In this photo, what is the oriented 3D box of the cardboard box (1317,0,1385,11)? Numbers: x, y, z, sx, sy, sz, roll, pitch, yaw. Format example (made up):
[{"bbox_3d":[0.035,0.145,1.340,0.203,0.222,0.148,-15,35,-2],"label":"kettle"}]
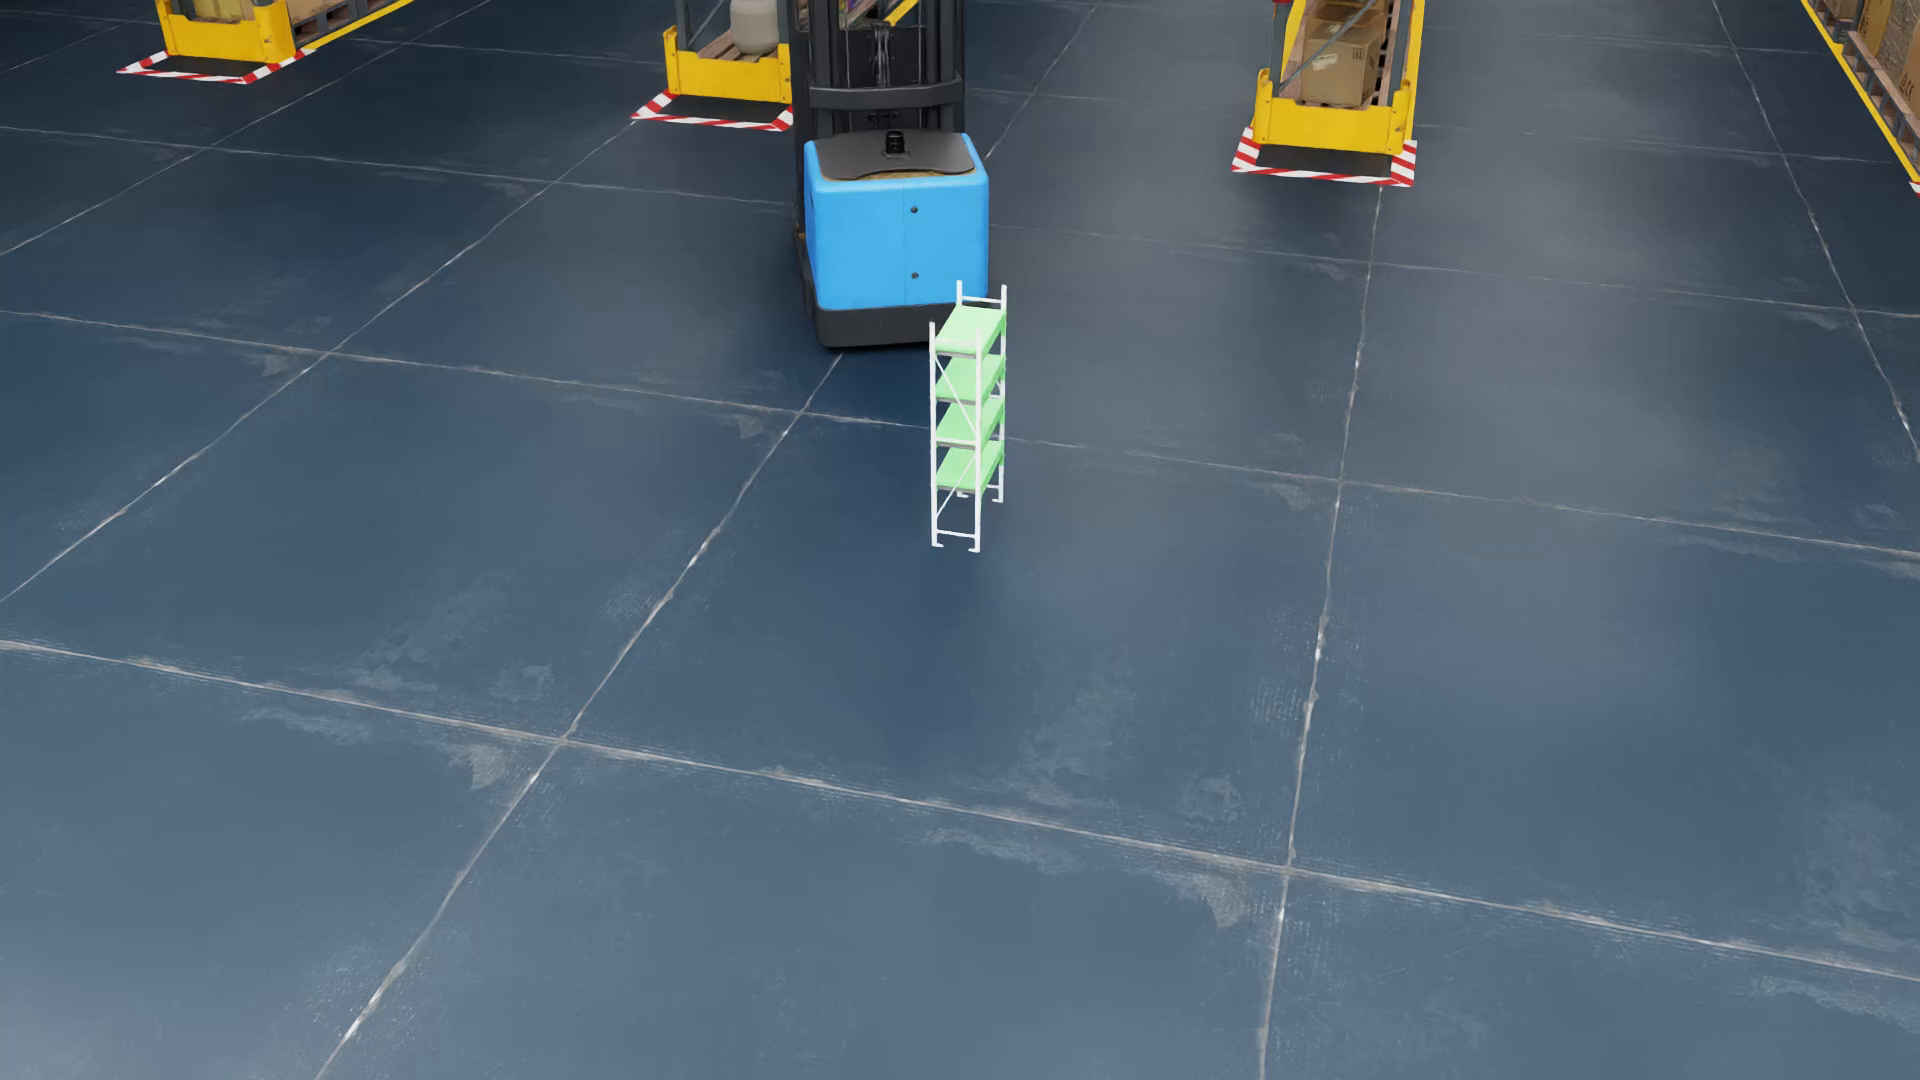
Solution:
[{"bbox_3d":[3.374,-4.474,14.431,0.500,0.500,0.500,11,34,17],"label":"cardboard box"}]

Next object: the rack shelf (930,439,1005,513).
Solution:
[{"bbox_3d":[0.042,-0.336,8.226,0.258,0.148,0.480,8,33,12],"label":"rack shelf"}]

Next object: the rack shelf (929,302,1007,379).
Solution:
[{"bbox_3d":[0.042,-0.943,7.840,0.258,0.148,0.480,8,33,12],"label":"rack shelf"}]

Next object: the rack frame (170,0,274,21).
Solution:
[{"bbox_3d":[-6.678,-5.744,14.489,1.000,3.000,0.127,8,33,12],"label":"rack frame"}]

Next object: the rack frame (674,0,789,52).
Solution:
[{"bbox_3d":[-1.888,-5.067,13.425,1.000,3.000,0.127,8,33,12],"label":"rack frame"}]

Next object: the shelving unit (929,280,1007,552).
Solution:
[{"bbox_3d":[0.042,-0.592,8.063,0.258,1.200,0.503,8,33,12],"label":"shelving unit"}]

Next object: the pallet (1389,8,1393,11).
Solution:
[{"bbox_3d":[4.114,-5.696,17.013,1.003,0.211,1.213,8,33,12],"label":"pallet"}]

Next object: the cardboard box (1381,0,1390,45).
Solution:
[{"bbox_3d":[3.558,-4.758,14.877,0.500,0.500,0.500,5,33,8],"label":"cardboard box"}]

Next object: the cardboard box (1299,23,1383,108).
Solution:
[{"bbox_3d":[3.078,-3.837,13.428,0.500,0.500,0.500,14,35,21],"label":"cardboard box"}]

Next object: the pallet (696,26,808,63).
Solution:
[{"bbox_3d":[-1.703,-4.357,14.907,1.003,0.211,1.213,8,33,12],"label":"pallet"}]

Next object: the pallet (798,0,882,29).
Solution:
[{"bbox_3d":[-1.391,-4.988,15.900,1.003,0.211,1.213,8,33,12],"label":"pallet"}]

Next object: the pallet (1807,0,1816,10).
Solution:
[{"bbox_3d":[9.121,-5.610,16.878,1.003,0.211,1.213,8,33,12],"label":"pallet"}]

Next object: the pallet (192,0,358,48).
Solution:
[{"bbox_3d":[-6.524,-4.969,15.870,1.003,0.211,1.213,8,33,12],"label":"pallet"}]

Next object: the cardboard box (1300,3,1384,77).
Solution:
[{"bbox_3d":[3.196,-4.152,13.924,0.500,0.500,0.500,17,36,25],"label":"cardboard box"}]

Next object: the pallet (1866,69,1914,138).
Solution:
[{"bbox_3d":[8.114,-3.545,13.630,1.003,0.211,1.213,8,33,12],"label":"pallet"}]

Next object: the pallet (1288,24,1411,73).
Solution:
[{"bbox_3d":[3.474,-4.304,14.823,1.003,0.211,1.213,8,33,12],"label":"pallet"}]

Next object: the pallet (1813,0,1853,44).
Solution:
[{"bbox_3d":[8.813,-4.975,15.879,1.003,0.211,1.213,8,33,12],"label":"pallet"}]

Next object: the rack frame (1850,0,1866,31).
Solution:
[{"bbox_3d":[8.690,-5.741,14.485,1.000,3.000,0.127,8,33,12],"label":"rack frame"}]

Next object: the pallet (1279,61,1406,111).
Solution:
[{"bbox_3d":[3.163,-3.672,13.830,1.003,0.211,1.213,8,33,12],"label":"pallet"}]

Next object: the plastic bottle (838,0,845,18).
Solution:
[{"bbox_3d":[-1.126,-5.000,15.452,0.097,0.271,0.097,0,32,0],"label":"plastic bottle"}]

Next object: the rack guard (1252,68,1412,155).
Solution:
[{"bbox_3d":[2.922,-3.378,13.097,1.175,0.500,0.348,8,33,12],"label":"rack guard"}]

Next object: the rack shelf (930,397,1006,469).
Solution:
[{"bbox_3d":[0.042,-0.538,8.098,0.258,0.148,0.480,8,33,12],"label":"rack shelf"}]

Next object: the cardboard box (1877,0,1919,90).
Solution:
[{"bbox_3d":[8.238,-4.236,13.707,0.875,0.875,0.875,8,33,13],"label":"cardboard box"}]

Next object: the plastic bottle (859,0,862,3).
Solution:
[{"bbox_3d":[-0.989,-5.252,15.913,0.097,0.201,0.097,0,32,0],"label":"plastic bottle"}]

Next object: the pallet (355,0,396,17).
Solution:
[{"bbox_3d":[-6.213,-5.601,16.863,1.003,0.211,1.213,8,33,12],"label":"pallet"}]

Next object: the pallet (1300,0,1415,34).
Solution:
[{"bbox_3d":[3.782,-4.939,15.822,1.003,0.211,1.213,8,33,12],"label":"pallet"}]

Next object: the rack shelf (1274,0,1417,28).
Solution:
[{"bbox_3d":[3.411,-5.127,14.190,1.077,0.370,4.000,8,33,12],"label":"rack shelf"}]

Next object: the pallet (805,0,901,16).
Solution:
[{"bbox_3d":[-1.083,-5.623,16.899,1.003,0.211,1.213,8,33,12],"label":"pallet"}]

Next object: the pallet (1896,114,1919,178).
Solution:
[{"bbox_3d":[7.802,-2.914,12.637,1.003,0.211,1.213,8,33,12],"label":"pallet"}]

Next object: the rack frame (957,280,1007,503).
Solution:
[{"bbox_3d":[0.104,-0.719,8.262,0.240,1.200,0.015,8,33,12],"label":"rack frame"}]

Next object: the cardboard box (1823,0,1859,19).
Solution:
[{"bbox_3d":[8.761,-5.303,15.502,1.050,0.750,0.750,8,33,12],"label":"cardboard box"}]

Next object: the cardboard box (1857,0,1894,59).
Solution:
[{"bbox_3d":[8.463,-4.705,14.444,0.875,0.875,0.875,9,33,13],"label":"cardboard box"}]

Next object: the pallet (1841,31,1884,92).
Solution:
[{"bbox_3d":[8.422,-4.180,14.629,1.003,0.211,1.213,8,33,12],"label":"pallet"}]

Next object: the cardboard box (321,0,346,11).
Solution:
[{"bbox_3d":[-6.203,-5.268,15.913,0.500,0.250,0.500,8,33,12],"label":"cardboard box"}]

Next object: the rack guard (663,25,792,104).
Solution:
[{"bbox_3d":[-1.914,-4.058,14.168,1.175,0.500,0.348,8,33,12],"label":"rack guard"}]

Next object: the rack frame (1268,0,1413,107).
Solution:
[{"bbox_3d":[2.903,-4.393,12.364,1.000,3.000,0.127,8,33,12],"label":"rack frame"}]

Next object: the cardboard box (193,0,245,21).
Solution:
[{"bbox_3d":[-6.828,-5.079,15.615,0.500,0.250,0.500,8,33,12],"label":"cardboard box"}]

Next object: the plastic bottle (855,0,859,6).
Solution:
[{"bbox_3d":[-1.014,-5.230,15.814,0.097,0.271,0.097,0,32,0],"label":"plastic bottle"}]

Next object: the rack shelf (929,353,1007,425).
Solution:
[{"bbox_3d":[0.042,-0.741,7.969,0.258,0.148,0.480,8,33,12],"label":"rack shelf"}]

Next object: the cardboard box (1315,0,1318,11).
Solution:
[{"bbox_3d":[3.640,-5.091,15.400,0.500,0.500,0.500,19,37,27],"label":"cardboard box"}]

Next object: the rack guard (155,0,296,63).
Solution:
[{"bbox_3d":[-6.684,-4.676,15.140,1.175,0.500,0.348,8,33,12],"label":"rack guard"}]

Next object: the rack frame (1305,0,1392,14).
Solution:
[{"bbox_3d":[3.918,-6.469,15.629,1.000,3.000,0.127,8,33,12],"label":"rack frame"}]

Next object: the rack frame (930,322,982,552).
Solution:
[{"bbox_3d":[-0.020,-0.466,7.864,0.240,1.200,0.015,8,33,12],"label":"rack frame"}]

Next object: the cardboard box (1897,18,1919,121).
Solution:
[{"bbox_3d":[8.005,-3.764,12.963,0.875,0.875,0.875,8,33,12],"label":"cardboard box"}]

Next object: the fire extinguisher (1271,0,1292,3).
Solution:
[{"bbox_3d":[2.428,-4.364,12.390,0.296,0.674,0.183,8,33,12],"label":"fire extinguisher"}]

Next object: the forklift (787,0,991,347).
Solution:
[{"bbox_3d":[-0.549,-3.162,10.492,1.130,2.935,3.031,-5,33,-7],"label":"forklift"}]

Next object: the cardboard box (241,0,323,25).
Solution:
[{"bbox_3d":[-6.327,-5.009,15.504,0.500,0.250,0.500,8,33,12],"label":"cardboard box"}]

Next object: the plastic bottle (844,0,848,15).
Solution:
[{"bbox_3d":[-1.100,-5.024,15.555,0.097,0.201,0.097,0,32,0],"label":"plastic bottle"}]

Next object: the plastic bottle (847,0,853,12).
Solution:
[{"bbox_3d":[-1.051,-5.120,15.630,0.061,0.283,0.133,9,33,13],"label":"plastic bottle"}]

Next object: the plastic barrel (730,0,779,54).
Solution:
[{"bbox_3d":[-1.795,-4.547,14.533,0.421,0.512,0.421,0,32,0],"label":"plastic barrel"}]

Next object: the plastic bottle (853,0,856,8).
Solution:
[{"bbox_3d":[-1.039,-5.178,15.732,0.097,0.271,0.097,0,32,0],"label":"plastic bottle"}]
